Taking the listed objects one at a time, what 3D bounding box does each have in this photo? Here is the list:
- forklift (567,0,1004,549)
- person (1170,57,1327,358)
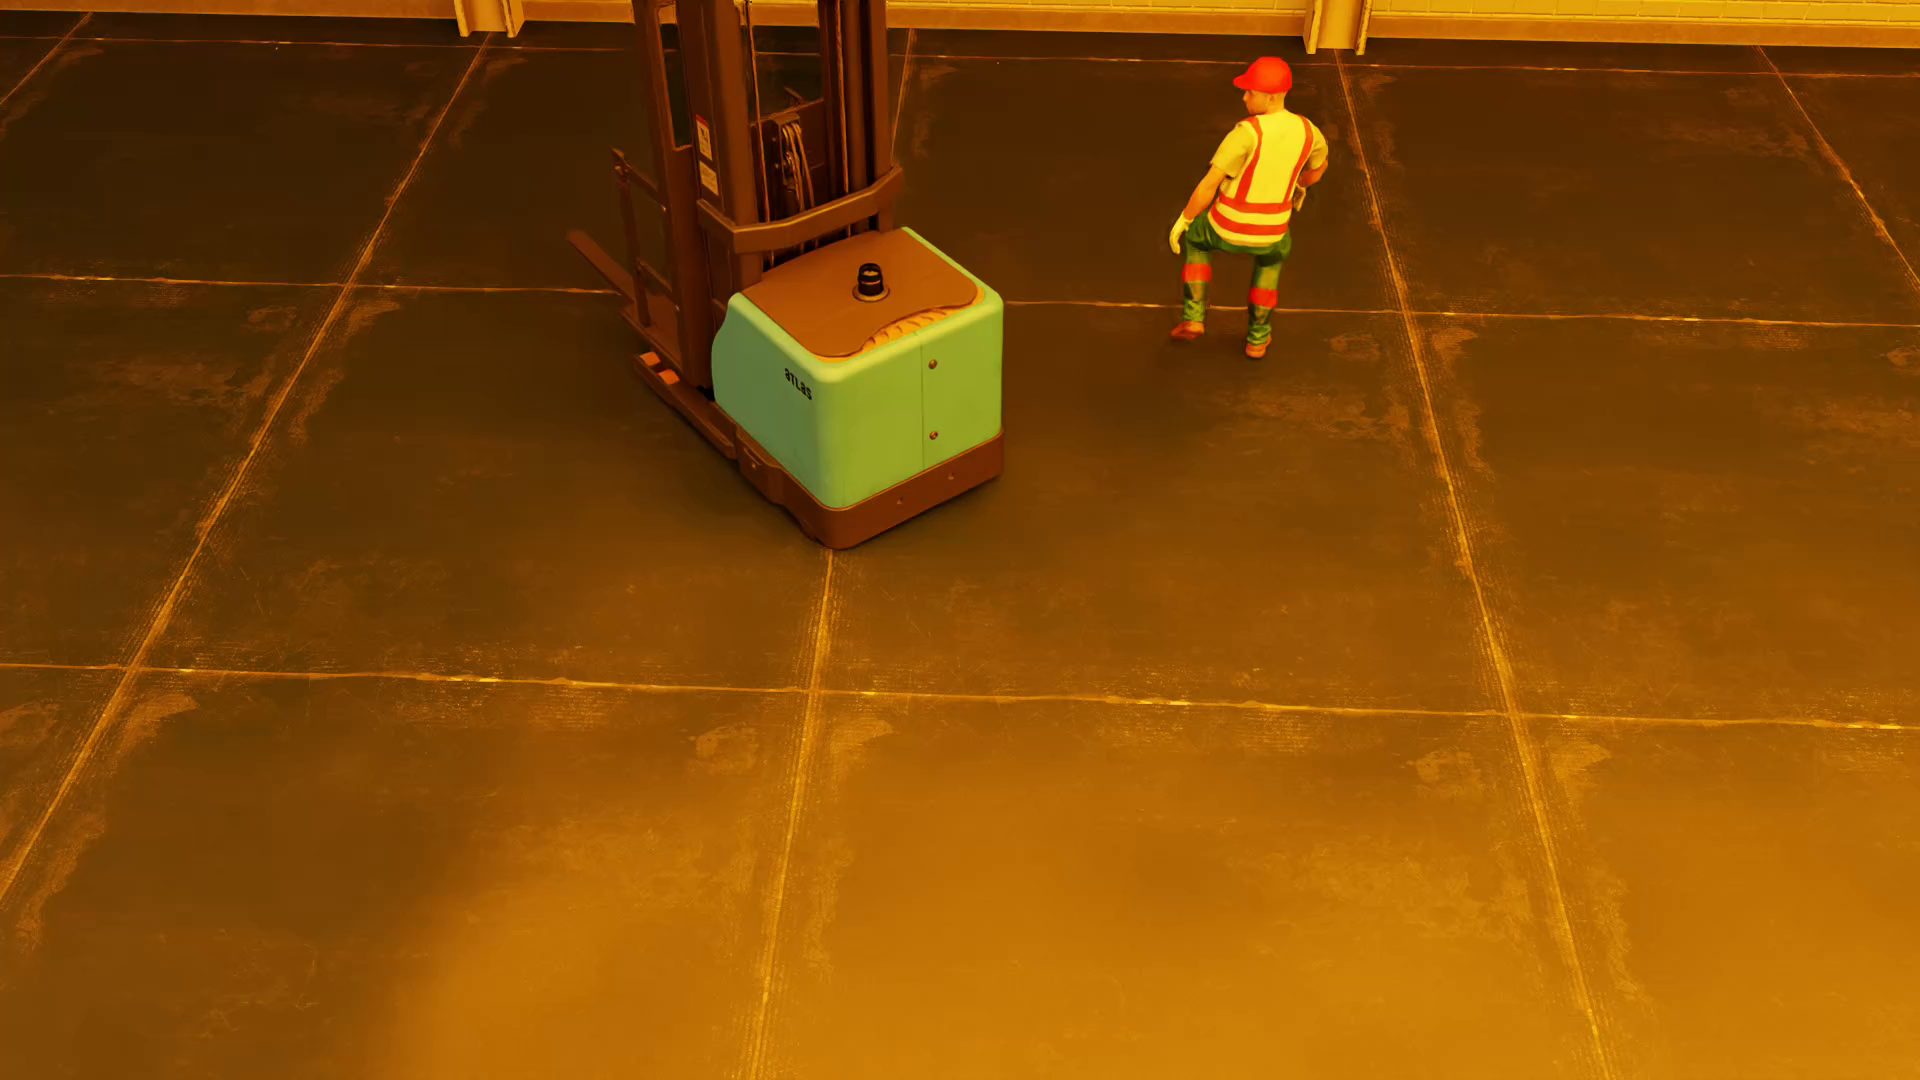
[{"bbox_3d":[-1.073,-1.987,7.919,1.130,2.935,3.031,-27,49,-26],"label":"forklift"},{"bbox_3d":[1.448,-1.678,8.520,0.831,1.676,0.621,-3,42,-3],"label":"person"}]
